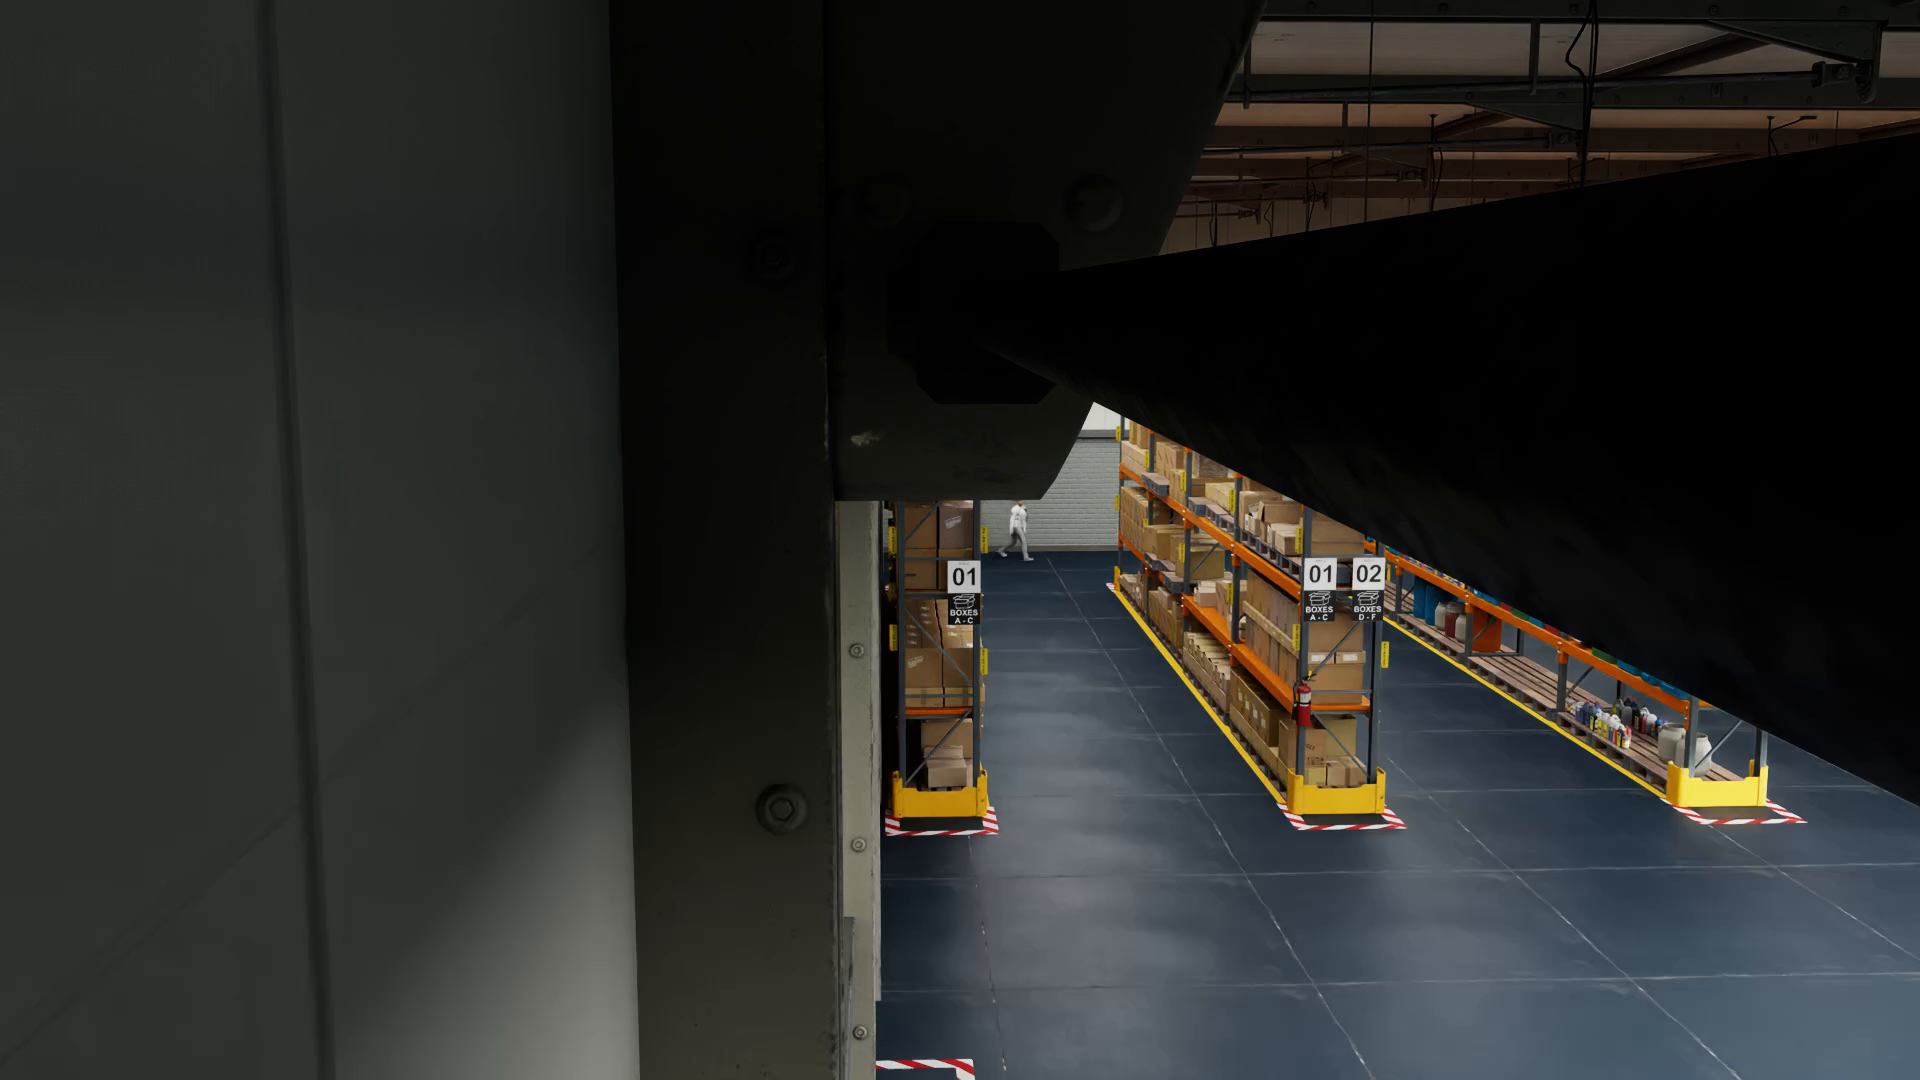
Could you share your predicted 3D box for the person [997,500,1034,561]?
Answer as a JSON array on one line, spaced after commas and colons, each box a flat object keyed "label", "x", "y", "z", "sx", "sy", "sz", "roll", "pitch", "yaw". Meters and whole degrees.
[{"label": "person", "x": 1.378, "y": -0.313, "z": 40.556, "sx": 1.035, "sy": 1.624, "sz": 0.461, "roll": 4, "pitch": 9, "yaw": 23}]
